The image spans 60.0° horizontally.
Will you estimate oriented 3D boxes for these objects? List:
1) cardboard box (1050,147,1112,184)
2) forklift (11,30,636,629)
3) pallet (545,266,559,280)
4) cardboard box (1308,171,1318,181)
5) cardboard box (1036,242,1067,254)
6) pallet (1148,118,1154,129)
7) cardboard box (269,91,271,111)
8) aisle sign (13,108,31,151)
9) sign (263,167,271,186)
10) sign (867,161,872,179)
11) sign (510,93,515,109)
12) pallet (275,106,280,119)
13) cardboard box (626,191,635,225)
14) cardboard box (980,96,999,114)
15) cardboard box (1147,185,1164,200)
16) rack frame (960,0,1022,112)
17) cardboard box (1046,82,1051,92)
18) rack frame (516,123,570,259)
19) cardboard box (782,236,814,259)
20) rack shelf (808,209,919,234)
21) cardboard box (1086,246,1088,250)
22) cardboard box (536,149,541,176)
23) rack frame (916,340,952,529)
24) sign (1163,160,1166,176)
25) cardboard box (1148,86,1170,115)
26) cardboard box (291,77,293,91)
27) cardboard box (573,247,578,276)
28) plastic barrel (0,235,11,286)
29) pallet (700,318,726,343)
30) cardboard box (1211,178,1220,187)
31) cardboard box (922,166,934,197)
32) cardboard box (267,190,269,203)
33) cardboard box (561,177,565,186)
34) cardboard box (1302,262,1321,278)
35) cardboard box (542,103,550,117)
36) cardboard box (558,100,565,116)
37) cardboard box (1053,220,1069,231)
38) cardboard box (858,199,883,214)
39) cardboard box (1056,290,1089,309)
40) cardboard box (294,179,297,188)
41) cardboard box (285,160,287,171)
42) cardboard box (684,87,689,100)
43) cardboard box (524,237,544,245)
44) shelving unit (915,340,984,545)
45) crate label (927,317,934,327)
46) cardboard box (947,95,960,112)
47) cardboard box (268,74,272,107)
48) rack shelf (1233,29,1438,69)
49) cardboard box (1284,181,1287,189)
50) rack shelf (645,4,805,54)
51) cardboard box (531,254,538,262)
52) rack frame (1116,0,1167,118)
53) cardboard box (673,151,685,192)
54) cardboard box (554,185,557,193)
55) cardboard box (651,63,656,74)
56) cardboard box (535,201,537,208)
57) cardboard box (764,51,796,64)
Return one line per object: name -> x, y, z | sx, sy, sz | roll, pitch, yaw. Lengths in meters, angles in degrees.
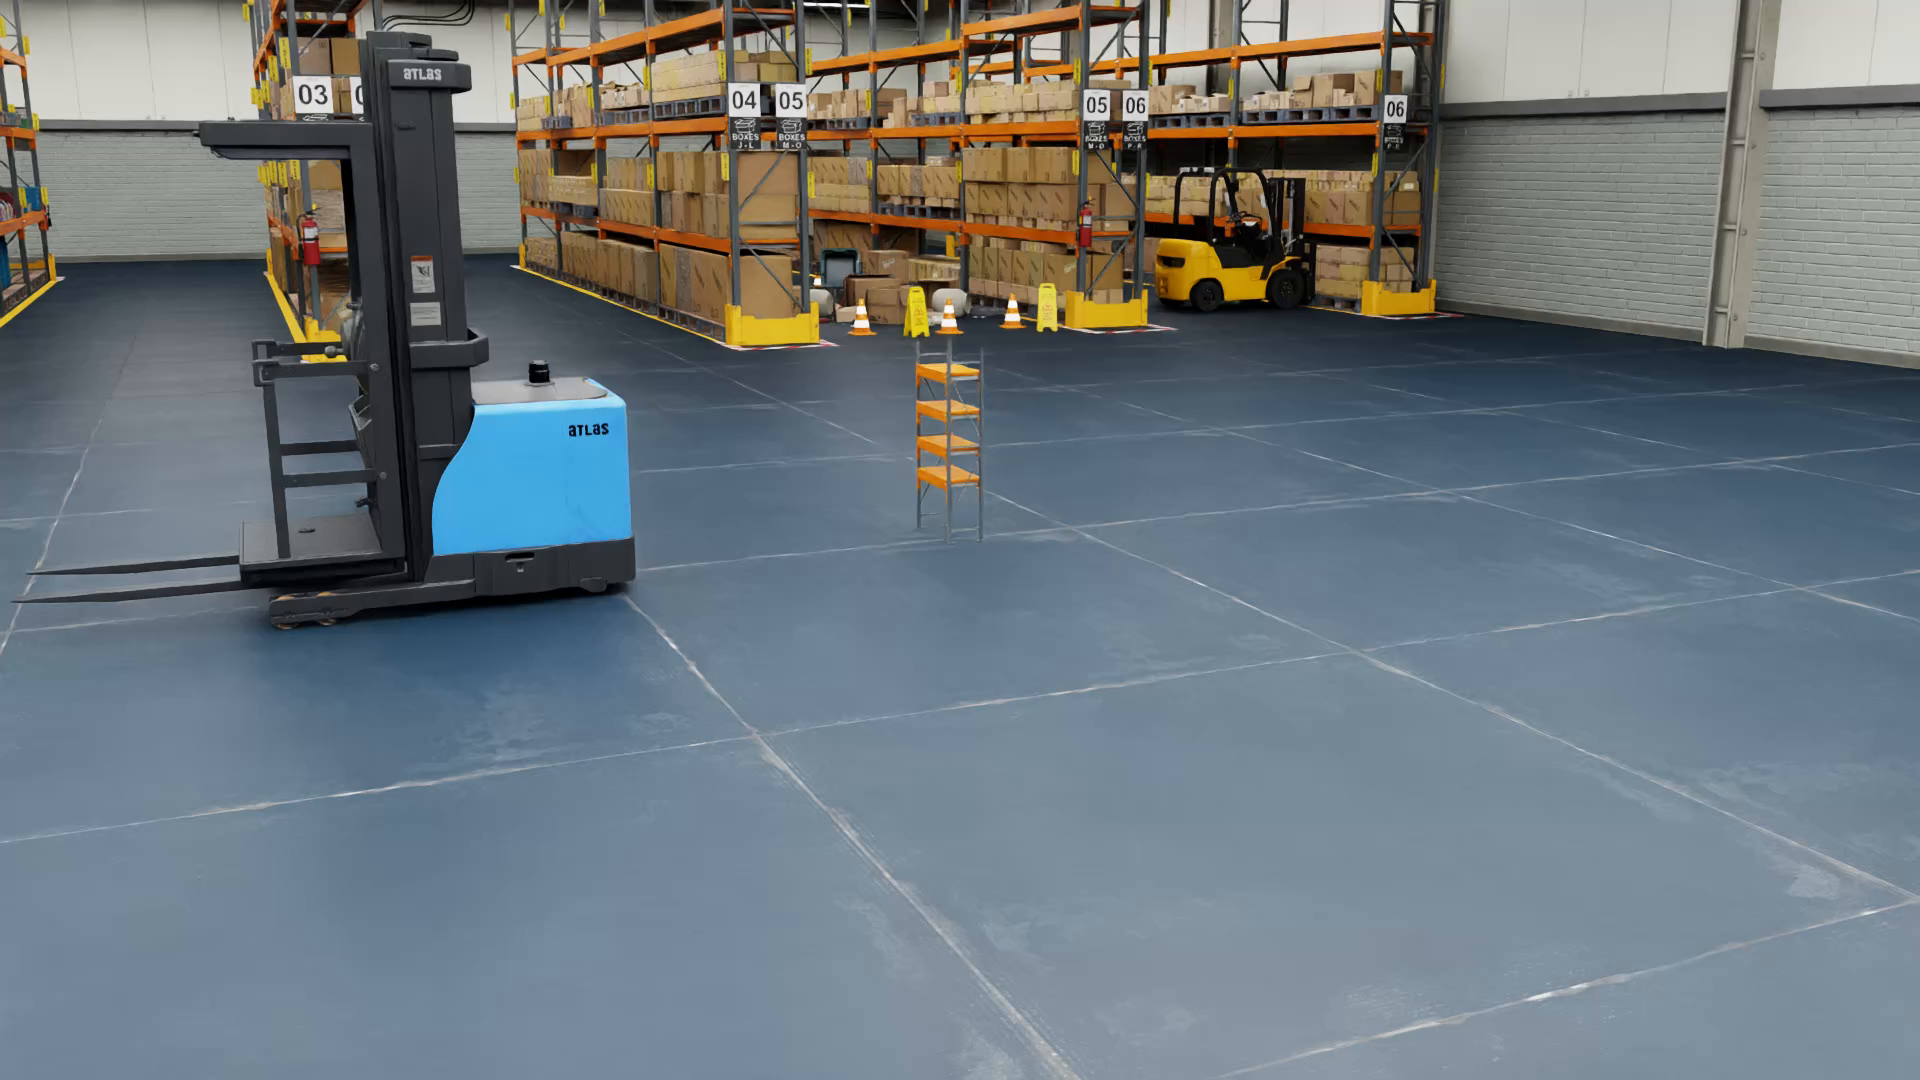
cardboard box -> 1.686, -5.227, 23.201 | 0.700, 0.500, 0.500 | -6, 14, -24
forklift -> -3.350, -1.112, 8.676 | 3.031, 2.935, 1.130 | -5, 14, -22
pallet -> -7.512, -5.248, 32.578 | 1.003, 0.211, 1.213 | -6, 14, -23
cardboard box -> 5.698, -5.728, 26.148 | 0.380, 0.149, 0.250 | -5, 14, -22
cardboard box -> 1.323, -4.218, 24.008 | 0.380, 0.149, 0.250 | -5, 14, -21
pallet -> 3.787, -7.799, 31.182 | 1.213, 0.211, 1.003 | -5, 14, -20
cardboard box -> -12.165, -7.964, 30.099 | 0.700, 0.500, 0.500 | -7, 15, -26
aisle sign -> -17.697, -7.731, 31.356 | 0.394, 0.787, 0.004 | -6, 14, -23
sign -> -12.304, -6.454, 29.508 | 0.100, 0.325, 0.005 | -6, 14, -23
sign -> -1.621, -6.626, 29.779 | 0.100, 0.325, 0.005 | -6, 14, -23
sign -> -9.310, -9.136, 34.600 | 0.100, 0.325, 0.005 | -6, 14, -23
pallet -> -9.159, -6.112, 23.891 | 1.213, 0.211, 1.003 | -6, 14, -23
cardboard box -> -4.865, -5.160, 25.789 | 0.500, 0.500, 0.500 | -5, 14, -22
cardboard box -> 0.629, -6.598, 25.247 | 0.500, 0.250, 0.500 | -6, 14, -23
cardboard box -> 3.779, -6.405, 30.617 | 0.500, 0.250, 0.500 | -6, 14, -24
rack frame -> 0.489, -8.209, 25.882 | 1.000, 3.000, 0.127 | -6, 14, -23
cardboard box -> 1.443, -6.396, 23.487 | 0.380, 0.149, 0.250 | -6, 14, -23
rack frame -> -8.813, -7.298, 35.248 | 1.000, 3.000, 0.127 | -6, 14, -23
cardboard box -> -3.228, -6.220, 35.343 | 0.875, 0.438, 0.875 | -6, 14, -25
rack shelf -> -1.915, -6.176, 31.996 | 1.077, 0.370, 4.000 | -6, 14, -23
cardboard box -> 2.664, -5.829, 33.515 | 0.500, 0.500, 0.500 | -5, 14, -21
cardboard box -> -8.051, -7.438, 32.756 | 0.500, 0.500, 0.500 | -5, 14, -21
rack frame -> -0.164, -0.669, 10.600 | 0.240, 1.200, 0.015 | -6, 14, -23
sign -> 3.940, -7.177, 32.159 | 0.100, 0.325, 0.005 | -6, 14, -23
cardboard box -> 3.794, -8.058, 30.508 | 0.700, 0.500, 0.500 | -6, 14, -24
cardboard box -> -7.386, -5.177, 18.880 | 0.380, 0.149, 0.250 | -6, 14, -23
cardboard box -> -6.722, -5.065, 30.215 | 0.500, 0.500, 0.500 | -5, 14, -22
plastic barrel -> -16.132, -4.665, 27.596 | 0.600, 0.901, 0.708 | -6, 14, -23
pallet -> -2.796, -2.792, 21.963 | 1.003, 0.211, 1.213 | -6, 14, -23
cardboard box -> 4.575, -6.202, 28.856 | 0.380, 0.149, 0.250 | -6, 14, -24
cardboard box -> -0.308, -5.969, 27.694 | 0.500, 0.500, 0.500 | -5, 14, -21
cardboard box -> -12.827, -6.501, 31.477 | 0.500, 0.250, 0.500 | -6, 14, -24
cardboard box -> -6.956, -6.453, 29.907 | 0.380, 0.149, 0.250 | -5, 14, -21
cardboard box -> 5.739, -4.299, 26.352 | 0.500, 0.250, 0.500 | -6, 14, -24
cardboard box -> -7.629, -8.175, 31.613 | 0.500, 0.250, 0.500 | -6, 14, -26
cardboard box -> -7.051, -7.893, 30.435 | 0.500, 0.311, 0.500 | -6, 14, -24
cardboard box -> 1.542, -4.438, 23.449 | 0.380, 0.149, 0.250 | -6, 14, -24
cardboard box -> -1.554, -6.121, 30.496 | 0.500, 0.250, 0.500 | -6, 14, -25
cardboard box -> 1.511, -3.473, 23.888 | 0.500, 0.250, 0.500 | -6, 14, -23
cardboard box -> -7.839, -4.543, 20.249 | 0.500, 0.500, 0.500 | -6, 14, -23
cardboard box -> -10.472, -5.908, 26.796 | 0.797, 0.503, 0.637 | -5, 14, -21
cardboard box -> -3.458, -5.938, 22.123 | 0.380, 0.149, 0.250 | -5, 14, -22
cardboard box -> -8.915, -6.264, 34.855 | 0.380, 0.149, 0.250 | -6, 14, -26
shelving unit -> -0.066, -0.619, 10.382 | 0.258, 1.200, 0.503 | -6, 14, -23
crate label -> -0.516, -3.024, 23.132 | 0.298, 0.136, 0.250 | 9, 16, 35
cardboard box -> 0.122, -6.987, 26.655 | 0.500, 0.250, 0.500 | -6, 14, -24
cardboard box -> -10.241, -6.851, 25.336 | 0.500, 0.500, 0.500 | -5, 14, -22
rack shelf -> 5.836, -7.700, 26.163 | 1.077, 0.370, 4.000 | -6, 14, -23
cardboard box -> 5.408, -5.744, 26.873 | 0.380, 0.149, 0.250 | -6, 14, -25
rack shelf -> -3.205, -6.783, 22.201 | 1.077, 0.370, 4.000 | -6, 14, -23
cardboard box -> -8.609, -5.816, 34.238 | 0.380, 0.149, 0.250 | -5, 14, -22
rack frame -> 3.433, -9.485, 31.393 | 1.000, 3.000, 0.127 | -6, 14, -23
cardboard box -> -3.473, -5.111, 23.074 | 0.875, 0.550, 0.550 | -6, 14, -23
cardboard box -> -7.265, -6.469, 30.633 | 0.380, 0.149, 0.250 | -5, 14, -22
cardboard box -> -4.172, -6.693, 23.620 | 0.380, 0.149, 0.250 | -5, 14, -22
cardboard box -> -8.397, -6.816, 33.727 | 0.380, 0.149, 0.250 | -6, 14, -24
cardboard box -> -2.246, -6.070, 20.929 | 0.380, 0.149, 0.250 | -5, 14, -22
